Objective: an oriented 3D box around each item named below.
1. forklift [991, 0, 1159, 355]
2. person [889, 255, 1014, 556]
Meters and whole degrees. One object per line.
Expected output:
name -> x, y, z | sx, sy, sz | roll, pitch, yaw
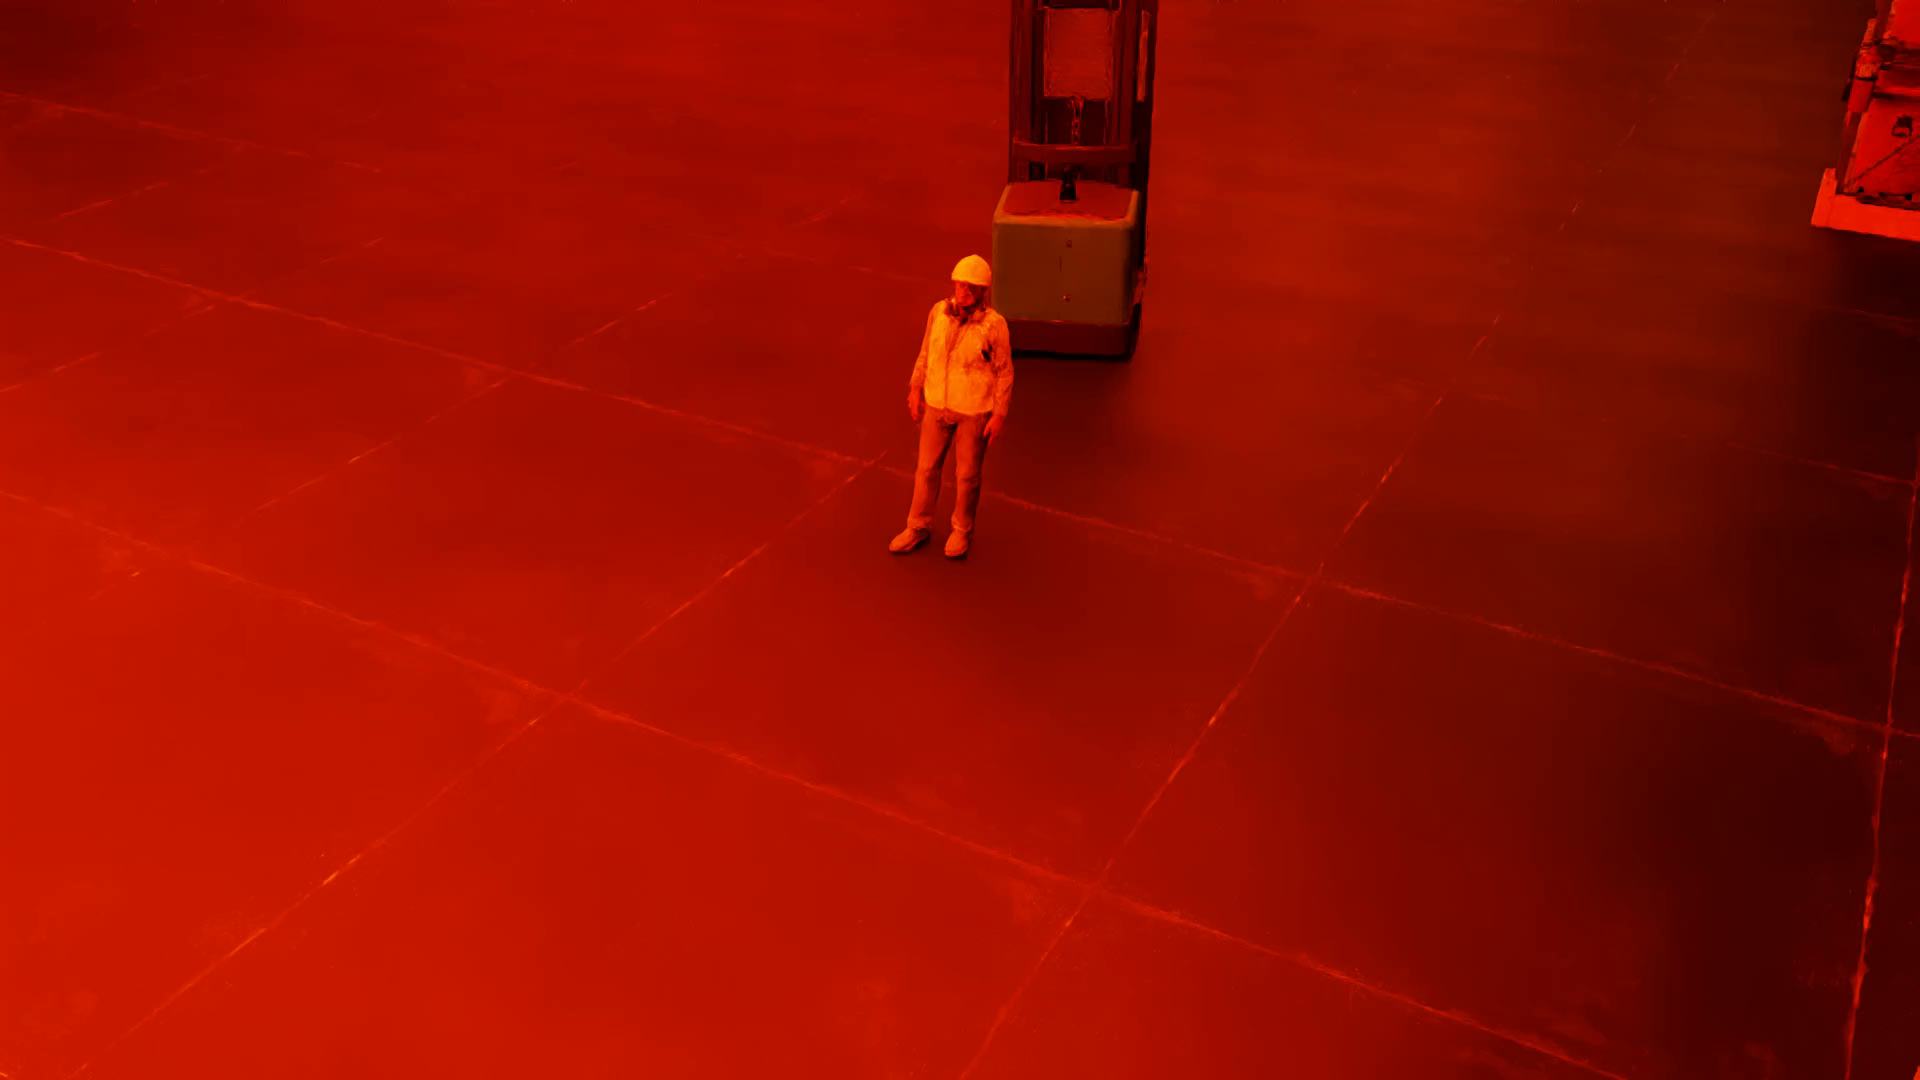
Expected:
forklift -> 0.955, -3.344, 12.865 | 1.130, 2.935, 3.031 | 4, 30, 8
person -> -0.037, -0.749, 9.512 | 0.632, 1.773, 0.567 | 15, 33, 25
